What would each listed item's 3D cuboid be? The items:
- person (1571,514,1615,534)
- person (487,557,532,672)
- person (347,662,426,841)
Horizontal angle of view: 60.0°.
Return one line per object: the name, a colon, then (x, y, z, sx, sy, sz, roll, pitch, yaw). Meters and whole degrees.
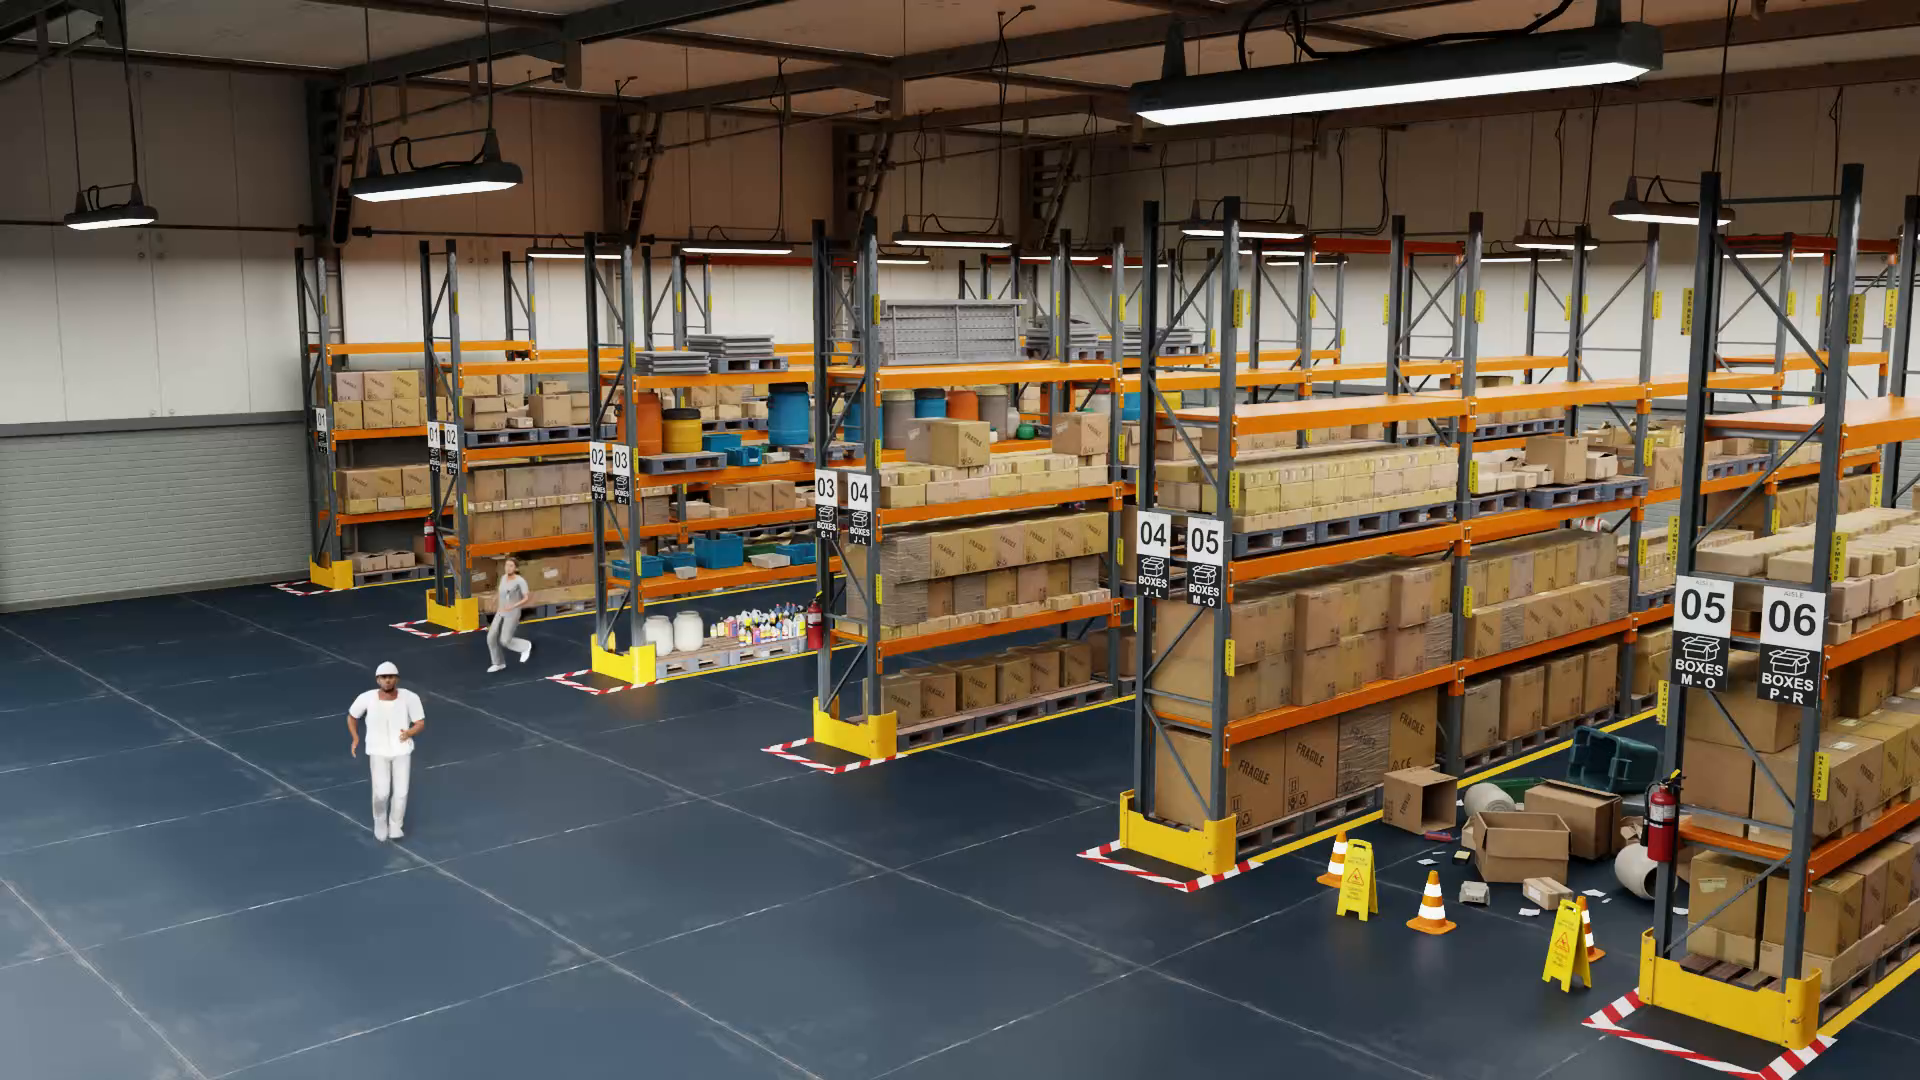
person: (10.317, 0.299, 27.252, 0.704, 1.853, 0.793, 6, 10, 37)
person: (-6.209, 1.021, 23.066, 0.577, 1.606, 0.608, 5, 10, 30)
person: (-5.382, 2.006, 15.676, 0.682, 1.724, 0.644, -4, 9, -23)
